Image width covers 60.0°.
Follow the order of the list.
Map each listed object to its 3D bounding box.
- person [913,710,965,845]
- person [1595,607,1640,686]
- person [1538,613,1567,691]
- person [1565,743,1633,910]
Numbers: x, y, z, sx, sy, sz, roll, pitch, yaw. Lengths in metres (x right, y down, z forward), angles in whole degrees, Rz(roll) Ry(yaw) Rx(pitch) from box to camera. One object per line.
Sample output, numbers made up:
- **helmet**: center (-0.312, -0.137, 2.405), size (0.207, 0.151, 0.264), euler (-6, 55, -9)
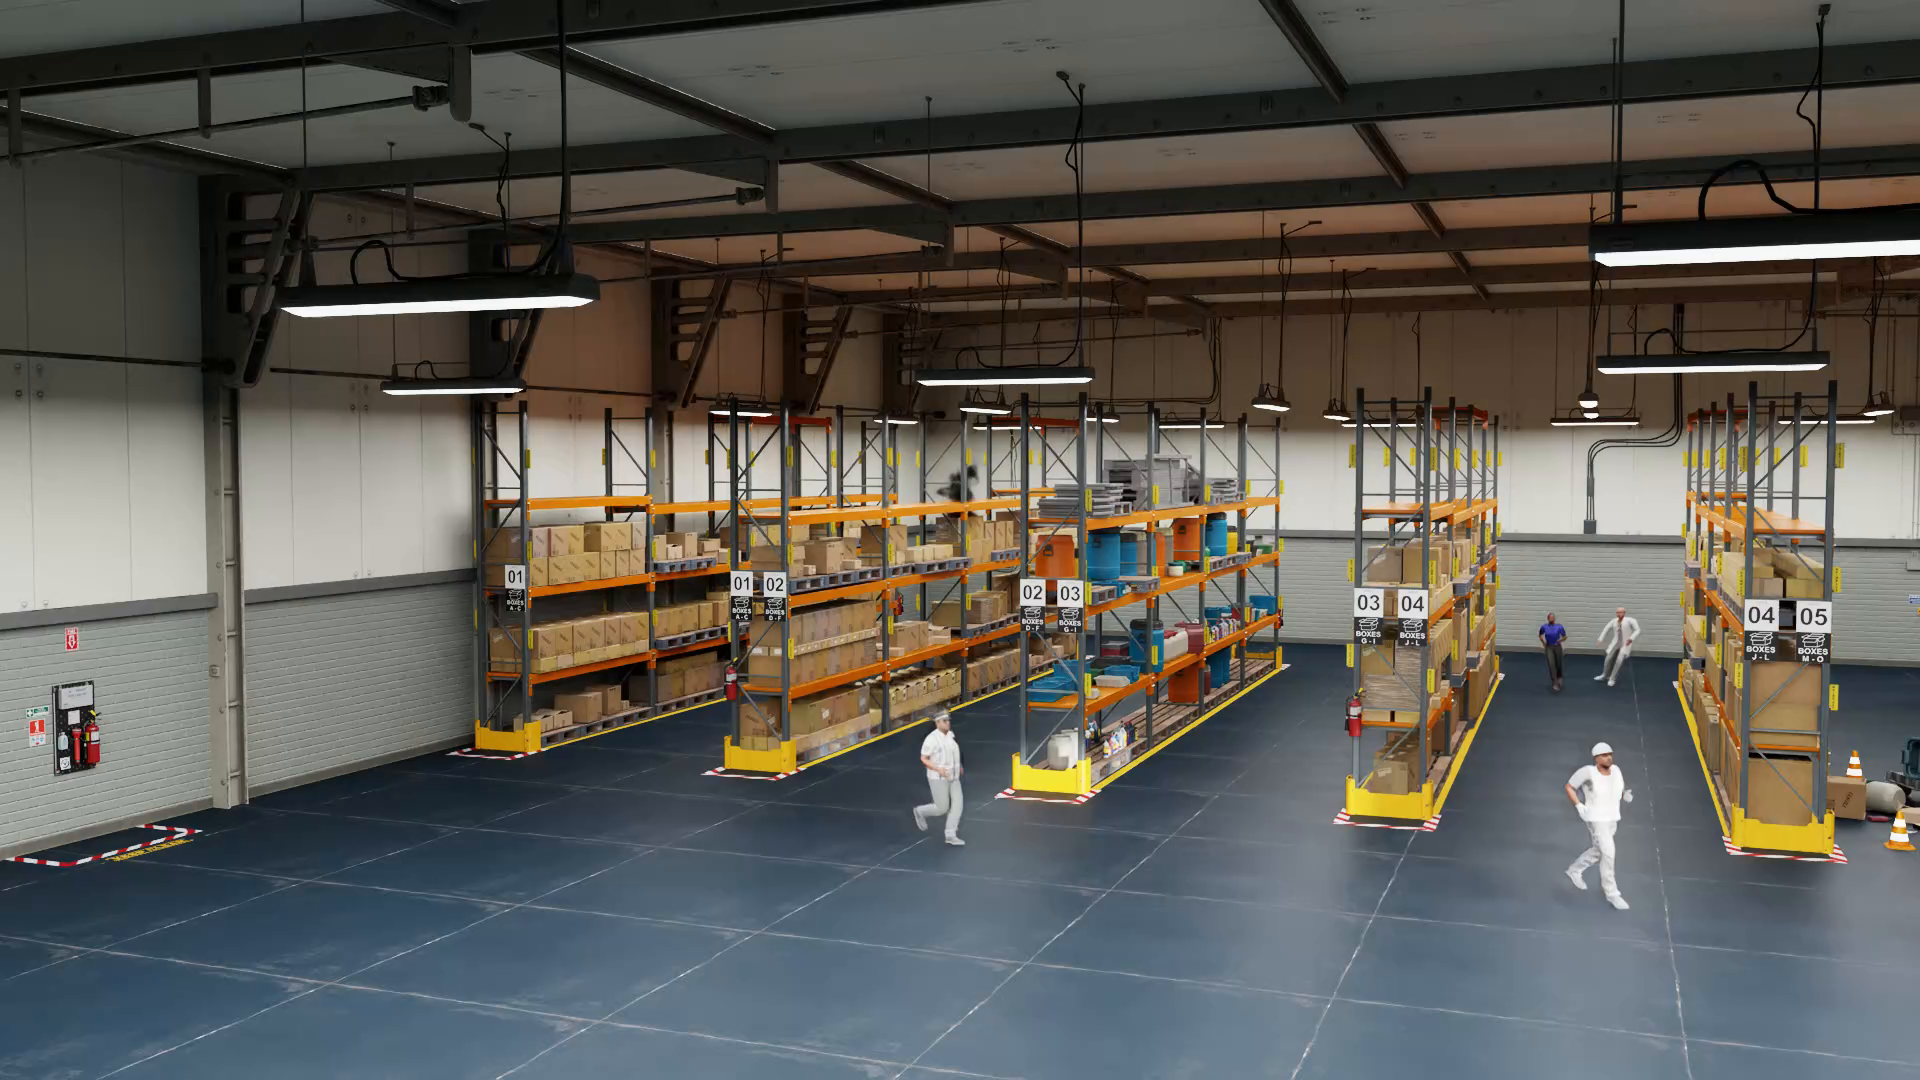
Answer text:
- **person**: center (-0.228, 3.073, 21.676), size (0.798, 1.746, 0.663), euler (3, 4, 42)
- **person**: center (14.548, 2.347, 36.905), size (0.978, 1.728, 0.786), euler (3, 4, 43)
- **person**: center (12.930, 2.420, 36.279), size (0.591, 1.670, 0.833), euler (1, 3, 17)
- **person**: center (7.277, 3.185, 18.839), size (0.662, 1.804, 0.891), euler (-1, 3, -27)
